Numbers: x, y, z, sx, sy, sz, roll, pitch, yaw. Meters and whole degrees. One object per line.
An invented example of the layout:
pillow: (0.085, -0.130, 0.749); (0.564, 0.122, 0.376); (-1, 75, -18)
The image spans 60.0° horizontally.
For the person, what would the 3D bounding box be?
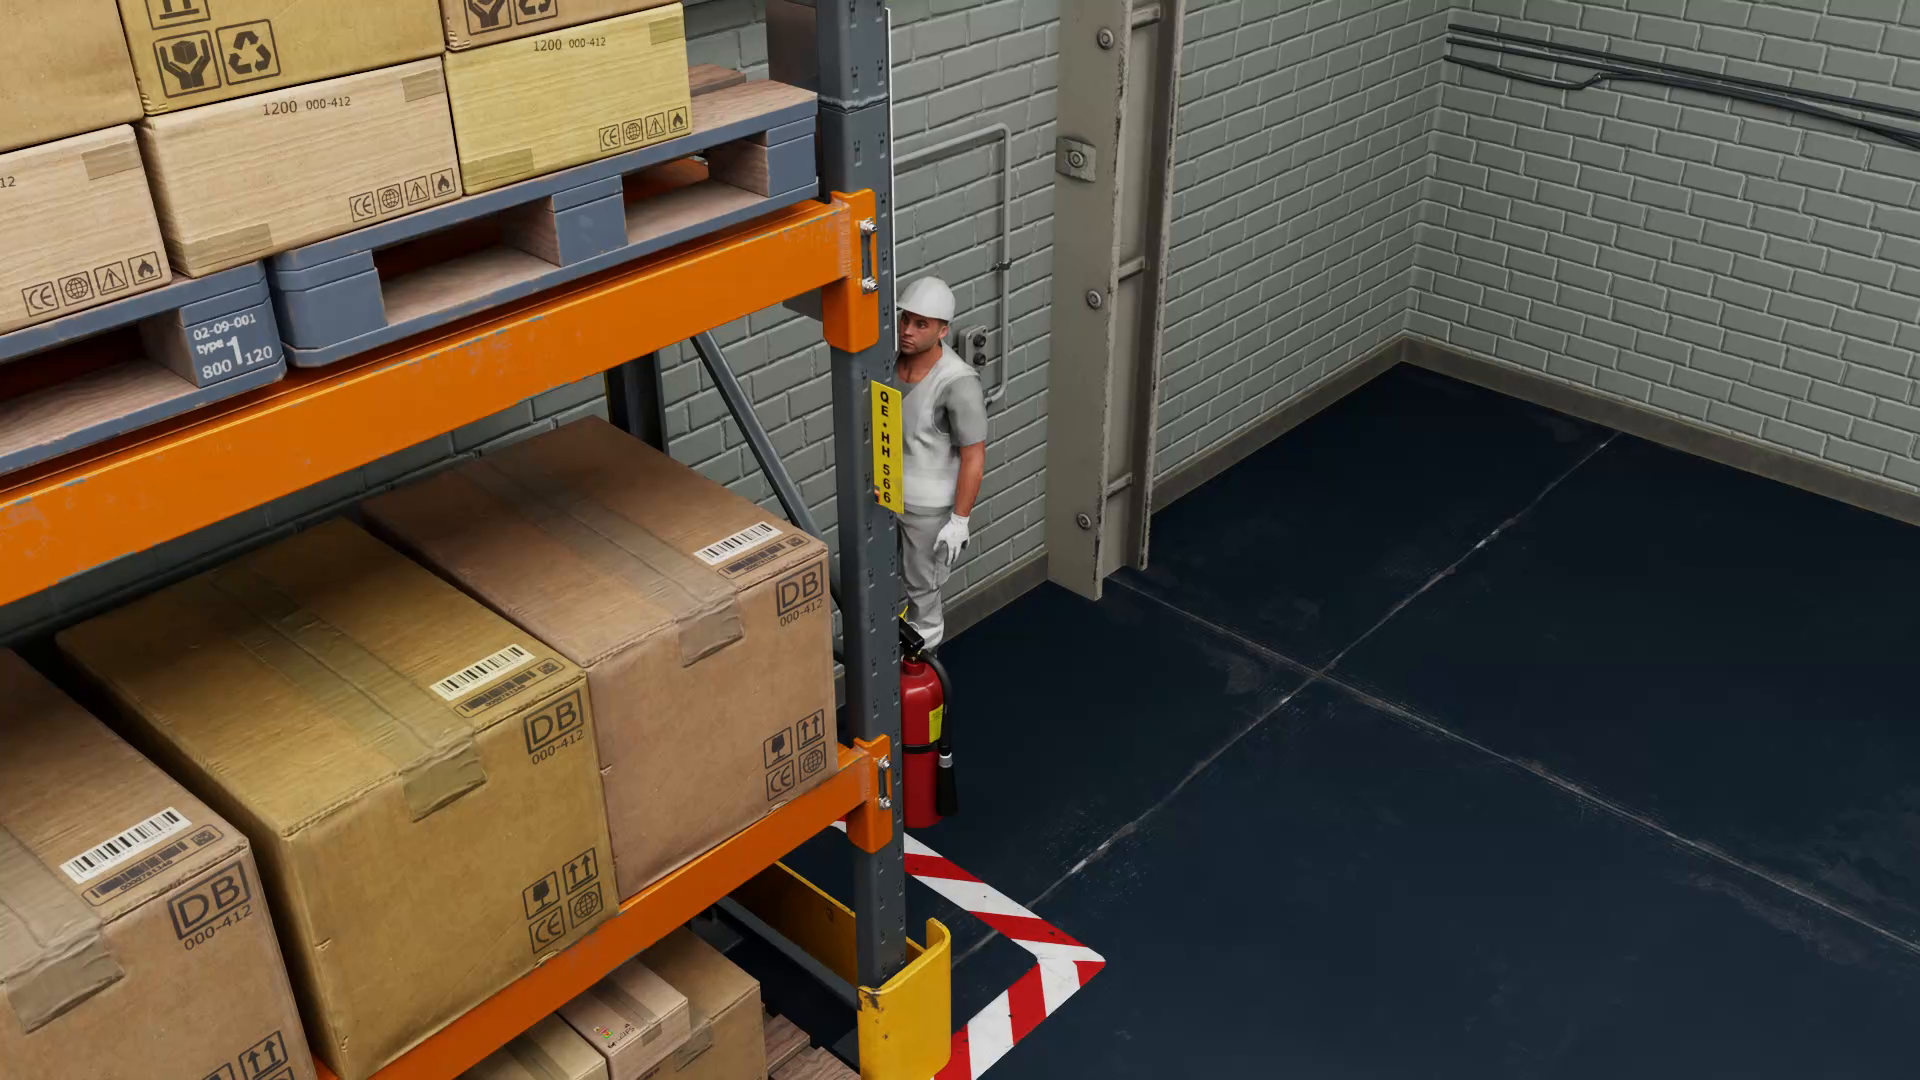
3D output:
person: (-0.245, -0.132, 6.312); (0.637, 1.787, 0.560); (26, 39, 36)
